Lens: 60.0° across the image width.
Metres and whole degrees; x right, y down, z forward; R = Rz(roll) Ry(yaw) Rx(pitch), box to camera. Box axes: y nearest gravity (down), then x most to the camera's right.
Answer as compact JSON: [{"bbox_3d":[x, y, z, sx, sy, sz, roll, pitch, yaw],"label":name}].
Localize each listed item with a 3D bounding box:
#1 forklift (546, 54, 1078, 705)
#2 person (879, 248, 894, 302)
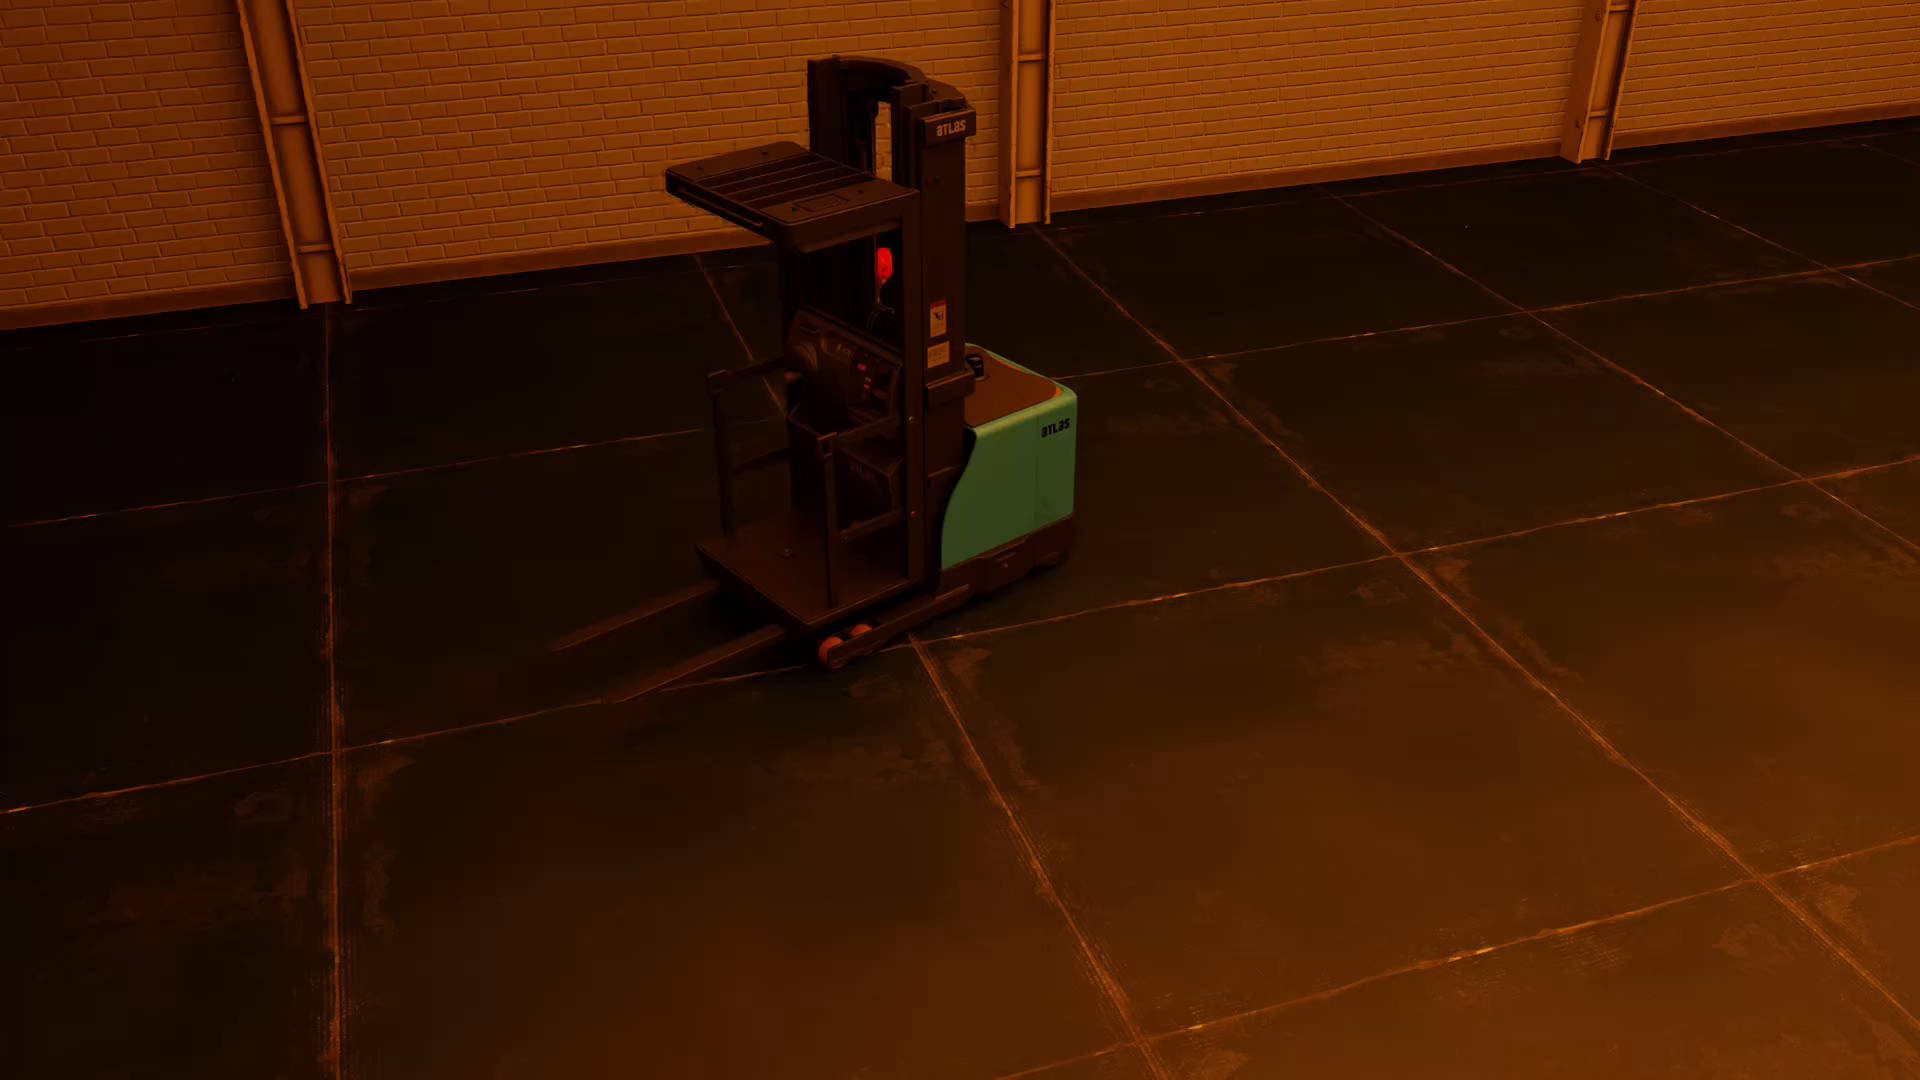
[{"bbox_3d":[-0.776,-0.883,8.621,3.031,2.935,1.130,-23,37,-34],"label":"forklift"},{"bbox_3d":[-0.528,-1.149,10.536,0.810,1.472,1.613,-19,35,-29],"label":"person"}]
